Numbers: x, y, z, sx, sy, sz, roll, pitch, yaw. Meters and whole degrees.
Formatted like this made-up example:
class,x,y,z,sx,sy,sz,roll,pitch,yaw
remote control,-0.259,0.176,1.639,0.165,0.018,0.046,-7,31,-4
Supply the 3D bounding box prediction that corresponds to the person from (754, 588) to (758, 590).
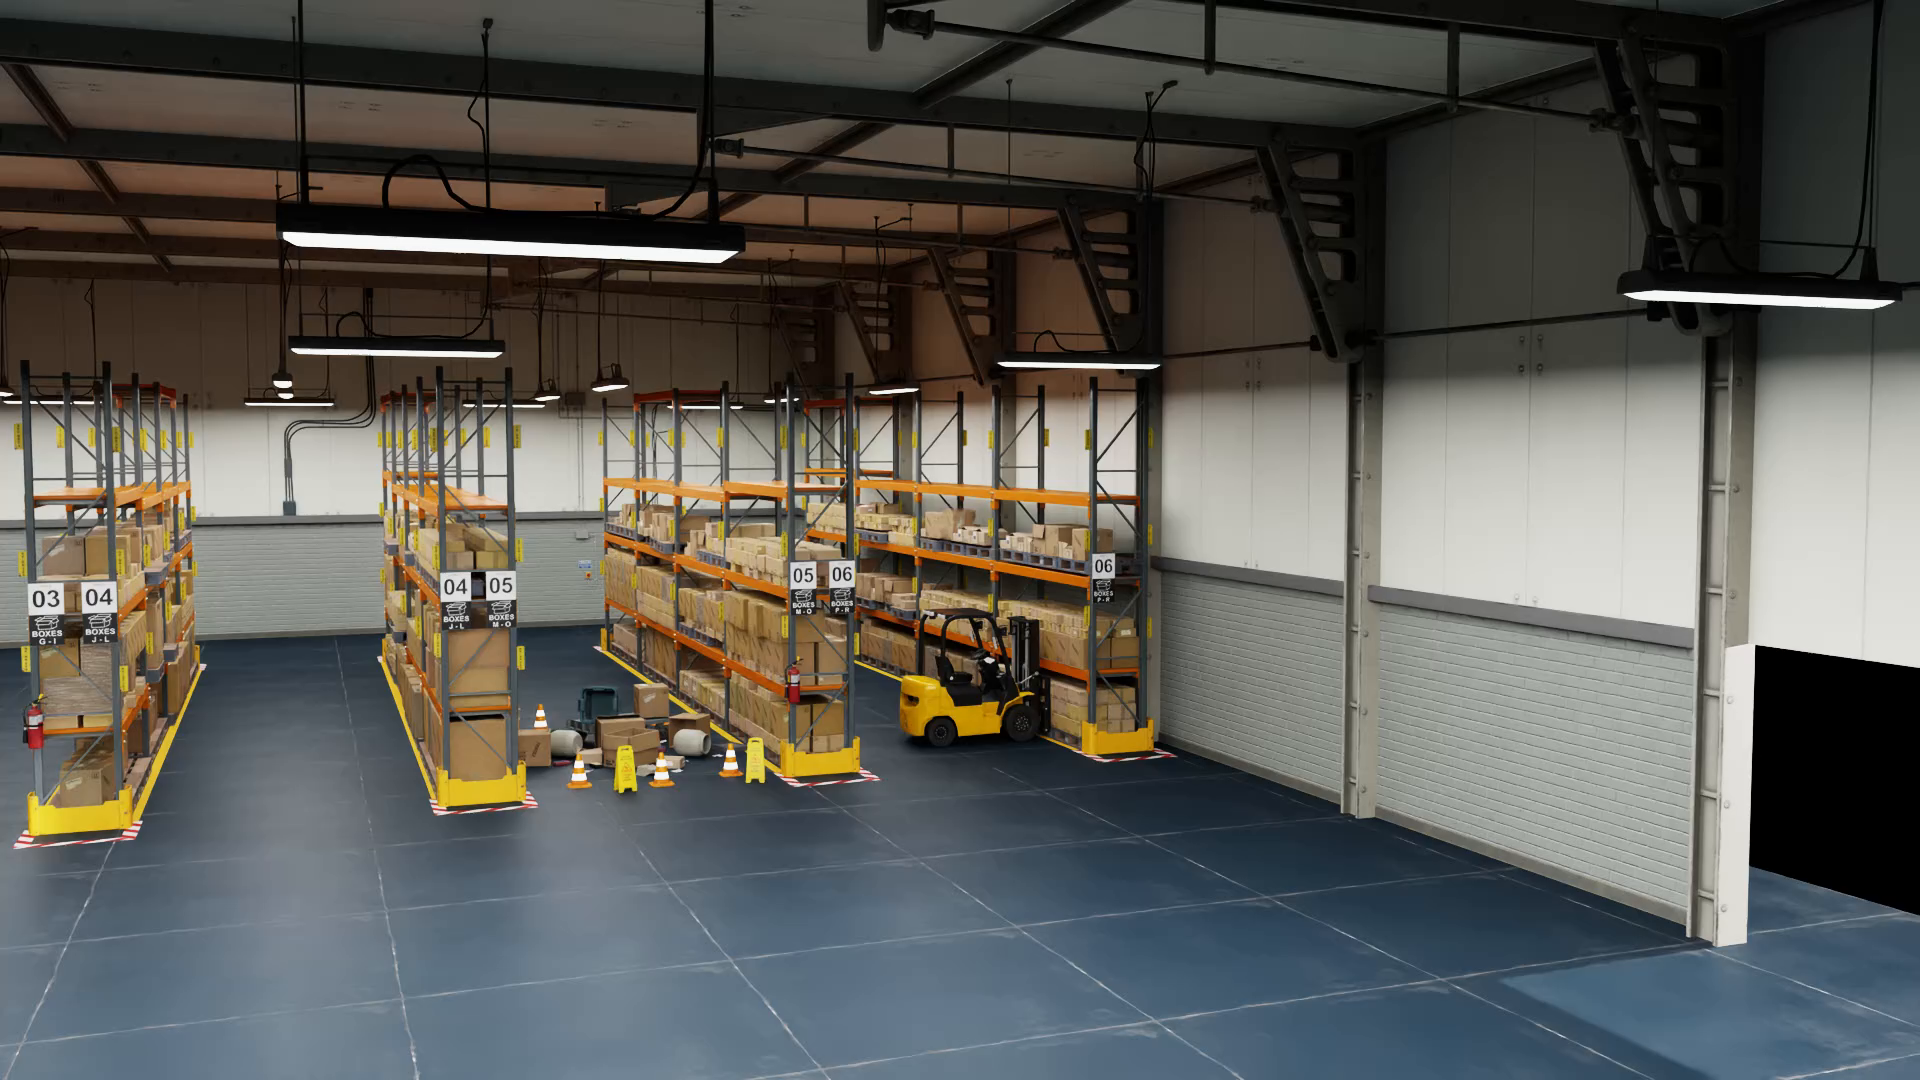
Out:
class,x,y,z,sx,sy,sz,roll,pitch,yaw
person,-5.009,1.637,42.149,0.616,1.651,0.487,-3,4,-38
